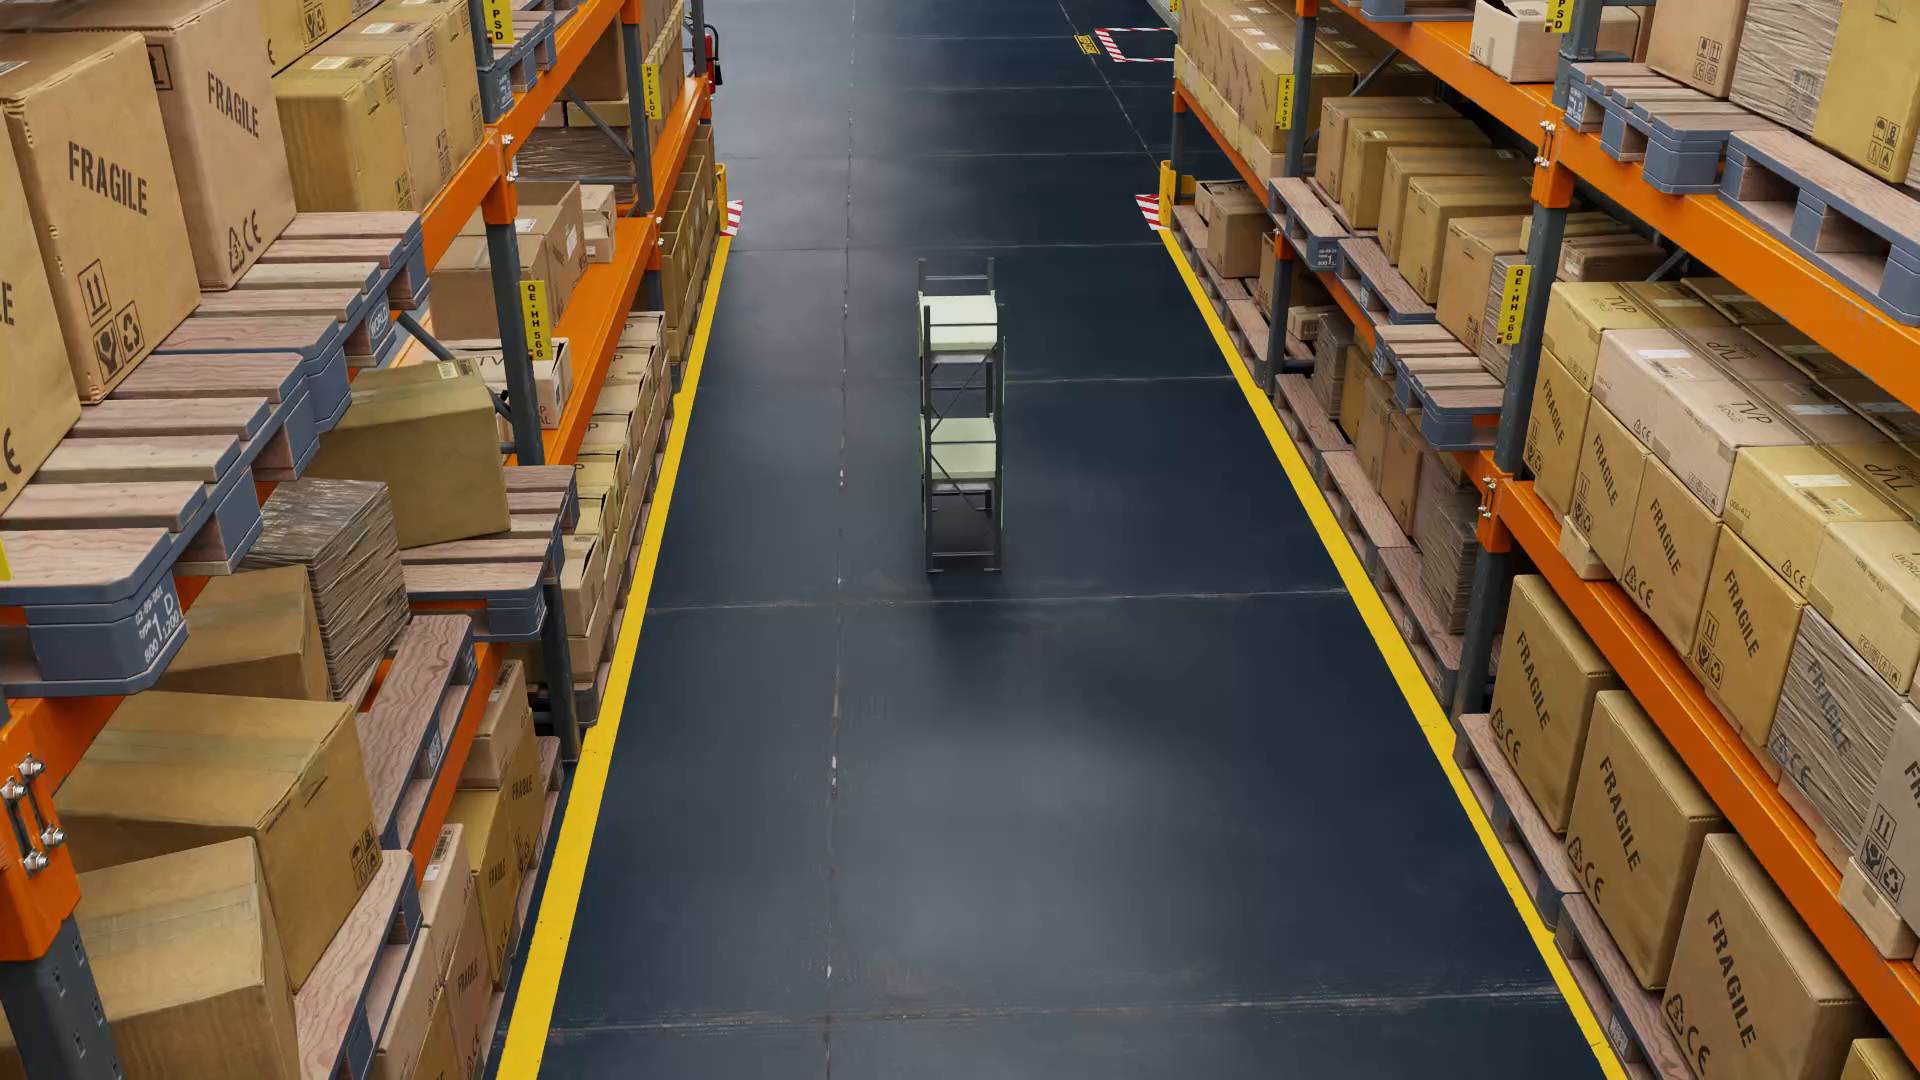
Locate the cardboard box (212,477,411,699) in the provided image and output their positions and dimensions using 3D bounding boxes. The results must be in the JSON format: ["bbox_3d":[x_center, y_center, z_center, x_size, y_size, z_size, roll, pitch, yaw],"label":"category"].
[{"bbox_3d":[-2.190,0.129,5.197,0.700,0.500,0.500,4,28,7],"label":"cardboard box"}]

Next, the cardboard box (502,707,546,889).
[{"bbox_3d":[-1.909,0.984,6.347,0.500,0.500,0.500,0,28,-1],"label":"cardboard box"}]

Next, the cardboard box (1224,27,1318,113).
[{"bbox_3d":[2.165,-3.273,11.612,0.500,0.500,0.500,-2,28,-4],"label":"cardboard box"}]

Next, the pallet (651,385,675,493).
[{"bbox_3d":[-2.324,-0.627,10.224,1.003,0.211,1.213,-1,28,-3],"label":"pallet"}]

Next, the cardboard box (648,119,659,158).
[{"bbox_3d":[-2.487,-2.927,11.511,0.700,0.500,0.500,-1,28,-2],"label":"cardboard box"}]

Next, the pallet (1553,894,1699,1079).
[{"bbox_3d":[2.781,1.687,5.787,1.003,0.211,1.213,-1,28,-3],"label":"pallet"}]

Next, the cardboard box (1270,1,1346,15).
[{"bbox_3d":[2.621,-3.762,12.550,0.500,0.500,0.500,-2,28,-4],"label":"cardboard box"}]

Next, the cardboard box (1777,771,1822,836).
[{"bbox_3d":[2.640,0.736,4.846,0.380,0.149,0.250,-2,28,-4],"label":"cardboard box"}]

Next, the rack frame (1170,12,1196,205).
[{"bbox_3d":[2.337,-4.172,14.005,1.000,3.000,0.127,-1,28,-3],"label":"rack frame"}]

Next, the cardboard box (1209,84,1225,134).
[{"bbox_3d":[2.131,-3.173,12.230,0.500,0.250,0.500,-1,28,-2],"label":"cardboard box"}]

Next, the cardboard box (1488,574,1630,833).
[{"bbox_3d":[2.662,0.633,6.664,0.750,0.750,0.750,-2,28,-3],"label":"cardboard box"}]

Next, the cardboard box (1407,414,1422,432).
[{"bbox_3d":[2.666,-0.730,8.822,0.500,0.250,0.500,-2,28,-3],"label":"cardboard box"}]

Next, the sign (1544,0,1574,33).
[{"bbox_3d":[2.212,-2.024,6.084,0.100,0.325,0.005,-1,28,-3],"label":"sign"}]

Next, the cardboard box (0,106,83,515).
[{"bbox_3d":[-1.936,-0.348,2.759,0.600,0.600,0.600,-4,28,-8],"label":"cardboard box"}]

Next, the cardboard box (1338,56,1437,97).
[{"bbox_3d":[2.730,-2.821,10.745,0.500,0.500,0.500,-2,28,-4],"label":"cardboard box"}]

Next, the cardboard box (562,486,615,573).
[{"bbox_3d":[-1.962,-0.063,8.039,0.500,0.311,0.500,-2,28,-4],"label":"cardboard box"}]

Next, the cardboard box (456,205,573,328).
[{"bbox_3d":[-2.324,-1.418,8.616,0.500,0.500,0.500,-1,28,-3],"label":"cardboard box"}]

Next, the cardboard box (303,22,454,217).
[{"bbox_3d":[-2.109,-1.294,5.135,0.910,0.500,0.500,-1,28,-3],"label":"cardboard box"}]

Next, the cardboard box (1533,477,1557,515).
[{"bbox_3d":[2.540,-0.217,6.672,0.380,0.149,0.250,-2,28,-3],"label":"cardboard box"}]

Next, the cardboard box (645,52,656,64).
[{"bbox_3d":[-2.293,-3.259,11.445,0.380,0.149,0.250,-2,28,-4],"label":"cardboard box"}]

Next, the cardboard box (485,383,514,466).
[{"bbox_3d":[-2.168,-0.485,7.033,0.500,0.311,0.500,0,28,1],"label":"cardboard box"}]

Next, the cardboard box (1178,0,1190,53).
[{"bbox_3d":[2.062,-4.219,13.425,0.500,0.500,0.500,-1,28,-3],"label":"cardboard box"}]

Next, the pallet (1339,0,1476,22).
[{"bbox_3d":[2.529,-2.804,8.343,1.213,0.211,1.003,-1,28,-3],"label":"pallet"}]

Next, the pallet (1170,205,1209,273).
[{"bbox_3d":[2.348,-2.524,13.861,1.003,0.211,1.213,-1,28,-3],"label":"pallet"}]

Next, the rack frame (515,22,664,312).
[{"bbox_3d":[-2.401,-2.203,10.230,1.000,3.000,0.127,-1,28,-3],"label":"rack frame"}]

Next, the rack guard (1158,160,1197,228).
[{"bbox_3d":[2.341,-3.028,14.515,1.175,0.500,0.348,-1,28,-3],"label":"rack guard"}]

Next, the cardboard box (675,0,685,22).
[{"bbox_3d":[-2.400,-4.210,13.269,0.380,0.149,0.250,-2,28,-4],"label":"cardboard box"}]

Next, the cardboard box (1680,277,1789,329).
[{"bbox_3d":[3.037,-0.791,6.262,0.500,0.250,0.500,-1,28,-1],"label":"cardboard box"}]

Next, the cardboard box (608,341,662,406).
[{"bbox_3d":[-2.060,-0.998,9.833,0.500,0.311,0.500,-1,28,-1],"label":"cardboard box"}]

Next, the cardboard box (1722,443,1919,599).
[{"bbox_3d":[2.612,-0.064,4.867,0.500,0.250,0.500,-2,28,-4],"label":"cardboard box"}]

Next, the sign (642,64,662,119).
[{"bbox_3d":[-1.860,-2.699,10.014,0.100,0.325,0.005,-1,28,-3],"label":"sign"}]

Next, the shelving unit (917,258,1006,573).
[{"bbox_3d":[0.000,-0.668,8.909,0.431,1.500,0.755,-1,28,-3],"label":"shelving unit"}]

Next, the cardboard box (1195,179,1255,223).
[{"bbox_3d":[2.283,-2.853,13.908,0.500,0.311,0.500,-4,28,-8],"label":"cardboard box"}]

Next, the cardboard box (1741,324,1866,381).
[{"bbox_3d":[3.061,-0.552,5.803,0.500,0.250,0.500,-2,28,-4],"label":"cardboard box"}]

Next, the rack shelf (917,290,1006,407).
[{"bbox_3d":[0.000,-1.014,8.729,0.431,0.370,0.720,-1,28,-3],"label":"rack shelf"}]

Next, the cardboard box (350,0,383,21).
[{"bbox_3d":[-2.176,-1.972,5.354,0.500,0.500,0.500,-1,28,-3],"label":"cardboard box"}]

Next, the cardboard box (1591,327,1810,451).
[{"bbox_3d":[2.550,-0.531,5.761,0.500,0.250,0.500,-2,28,-3],"label":"cardboard box"}]

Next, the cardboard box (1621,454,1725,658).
[{"bbox_3d":[2.567,0.040,5.479,0.500,0.500,0.500,-2,28,-3],"label":"cardboard box"}]

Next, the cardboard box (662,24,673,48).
[{"bbox_3d":[-2.346,-3.734,12.356,0.380,0.149,0.250,-1,28,-1],"label":"cardboard box"}]

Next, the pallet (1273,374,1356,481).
[{"bbox_3d":[2.588,-0.728,10.418,1.003,0.211,1.213,-1,28,-3],"label":"pallet"}]

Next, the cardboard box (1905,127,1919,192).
[{"bbox_3d":[2.971,-1.097,4.281,0.700,0.500,0.500,-1,28,-3],"label":"cardboard box"}]

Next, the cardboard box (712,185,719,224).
[{"bbox_3d":[-2.287,-2.777,13.849,0.500,0.250,0.500,-1,28,-3],"label":"cardboard box"}]

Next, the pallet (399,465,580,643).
[{"bbox_3d":[-2.087,0.041,6.136,1.213,0.211,1.003,-1,28,-3],"label":"pallet"}]

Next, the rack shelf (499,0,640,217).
[{"bbox_3d":[-2.297,-2.290,7.932,1.077,0.370,4.000,-1,28,-3],"label":"rack shelf"}]

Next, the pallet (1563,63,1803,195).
[{"bbox_3d":[2.841,-1.427,5.703,1.213,0.211,1.003,0,28,0],"label":"pallet"}]

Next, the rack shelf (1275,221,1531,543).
[{"bbox_3d":[2.650,-1.082,8.858,1.077,0.370,4.000,-1,28,-3],"label":"rack shelf"}]

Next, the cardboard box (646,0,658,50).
[{"bbox_3d":[-2.509,-3.723,11.633,0.700,0.500,0.500,-1,28,-3],"label":"cardboard box"}]

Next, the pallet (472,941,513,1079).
[{"bbox_3d":[-2.130,1.788,5.593,1.003,0.211,1.213,-1,28,-3],"label":"pallet"}]

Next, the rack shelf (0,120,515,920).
[{"bbox_3d":[-2.088,-0.443,4.390,1.077,0.370,4.000,-1,28,-3],"label":"rack shelf"}]

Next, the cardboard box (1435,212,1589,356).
[{"bbox_3d":[2.664,-1.191,7.705,0.700,0.500,0.500,-4,28,-7],"label":"cardboard box"}]

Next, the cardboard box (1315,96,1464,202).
[{"bbox_3d":[2.538,-2.328,9.886,0.700,0.500,0.500,-1,28,-2],"label":"cardboard box"}]

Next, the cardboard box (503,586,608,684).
[{"bbox_3d":[-1.926,0.428,7.704,0.500,0.250,0.500,-1,28,-3],"label":"cardboard box"}]

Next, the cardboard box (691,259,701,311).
[{"bbox_3d":[-2.165,-1.854,12.079,0.500,0.250,0.500,-1,28,-3],"label":"cardboard box"}]

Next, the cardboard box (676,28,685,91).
[{"bbox_3d":[-2.598,-3.879,13.335,0.700,0.500,0.500,-1,28,-3],"label":"cardboard box"}]

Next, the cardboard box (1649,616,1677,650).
[{"bbox_3d":[2.633,0.257,5.763,0.380,0.149,0.250,-1,28,-2],"label":"cardboard box"}]

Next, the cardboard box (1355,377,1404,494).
[{"bbox_3d":[2.664,-0.598,9.379,0.700,0.500,0.500,-1,28,-2],"label":"cardboard box"}]

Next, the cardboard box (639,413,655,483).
[{"bbox_3d":[-2.038,-0.516,9.514,0.500,0.250,0.500,-1,28,-2],"label":"cardboard box"}]

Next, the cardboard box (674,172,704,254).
[{"bbox_3d":[-2.193,-2.417,12.349,0.500,0.500,0.500,-1,28,-3],"label":"cardboard box"}]
